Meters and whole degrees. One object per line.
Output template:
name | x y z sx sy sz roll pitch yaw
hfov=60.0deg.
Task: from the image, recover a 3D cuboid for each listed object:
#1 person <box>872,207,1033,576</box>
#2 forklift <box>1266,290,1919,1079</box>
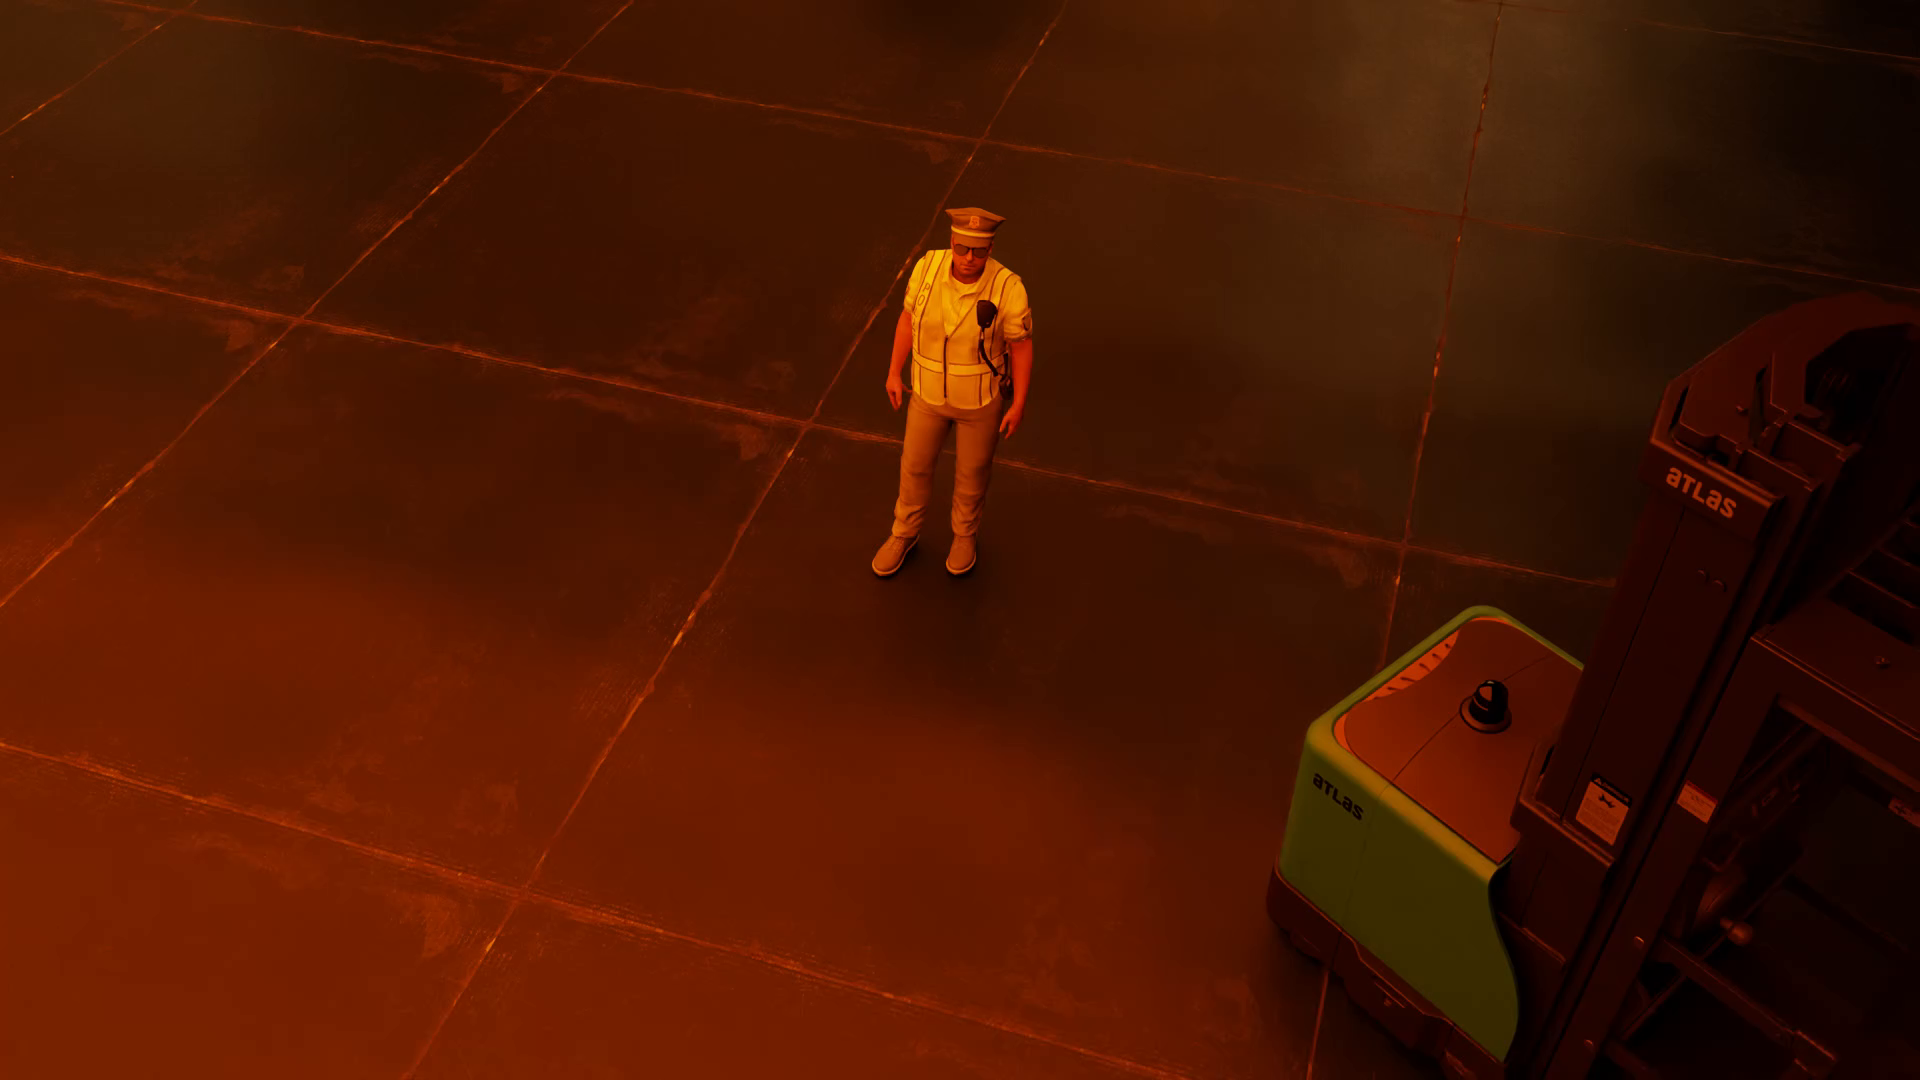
person | -0.034 -0.609 7.177 0.641 1.779 0.574 12 44 13
forklift | 2.484 0.904 4.717 1.130 2.935 3.031 -30 51 -28
